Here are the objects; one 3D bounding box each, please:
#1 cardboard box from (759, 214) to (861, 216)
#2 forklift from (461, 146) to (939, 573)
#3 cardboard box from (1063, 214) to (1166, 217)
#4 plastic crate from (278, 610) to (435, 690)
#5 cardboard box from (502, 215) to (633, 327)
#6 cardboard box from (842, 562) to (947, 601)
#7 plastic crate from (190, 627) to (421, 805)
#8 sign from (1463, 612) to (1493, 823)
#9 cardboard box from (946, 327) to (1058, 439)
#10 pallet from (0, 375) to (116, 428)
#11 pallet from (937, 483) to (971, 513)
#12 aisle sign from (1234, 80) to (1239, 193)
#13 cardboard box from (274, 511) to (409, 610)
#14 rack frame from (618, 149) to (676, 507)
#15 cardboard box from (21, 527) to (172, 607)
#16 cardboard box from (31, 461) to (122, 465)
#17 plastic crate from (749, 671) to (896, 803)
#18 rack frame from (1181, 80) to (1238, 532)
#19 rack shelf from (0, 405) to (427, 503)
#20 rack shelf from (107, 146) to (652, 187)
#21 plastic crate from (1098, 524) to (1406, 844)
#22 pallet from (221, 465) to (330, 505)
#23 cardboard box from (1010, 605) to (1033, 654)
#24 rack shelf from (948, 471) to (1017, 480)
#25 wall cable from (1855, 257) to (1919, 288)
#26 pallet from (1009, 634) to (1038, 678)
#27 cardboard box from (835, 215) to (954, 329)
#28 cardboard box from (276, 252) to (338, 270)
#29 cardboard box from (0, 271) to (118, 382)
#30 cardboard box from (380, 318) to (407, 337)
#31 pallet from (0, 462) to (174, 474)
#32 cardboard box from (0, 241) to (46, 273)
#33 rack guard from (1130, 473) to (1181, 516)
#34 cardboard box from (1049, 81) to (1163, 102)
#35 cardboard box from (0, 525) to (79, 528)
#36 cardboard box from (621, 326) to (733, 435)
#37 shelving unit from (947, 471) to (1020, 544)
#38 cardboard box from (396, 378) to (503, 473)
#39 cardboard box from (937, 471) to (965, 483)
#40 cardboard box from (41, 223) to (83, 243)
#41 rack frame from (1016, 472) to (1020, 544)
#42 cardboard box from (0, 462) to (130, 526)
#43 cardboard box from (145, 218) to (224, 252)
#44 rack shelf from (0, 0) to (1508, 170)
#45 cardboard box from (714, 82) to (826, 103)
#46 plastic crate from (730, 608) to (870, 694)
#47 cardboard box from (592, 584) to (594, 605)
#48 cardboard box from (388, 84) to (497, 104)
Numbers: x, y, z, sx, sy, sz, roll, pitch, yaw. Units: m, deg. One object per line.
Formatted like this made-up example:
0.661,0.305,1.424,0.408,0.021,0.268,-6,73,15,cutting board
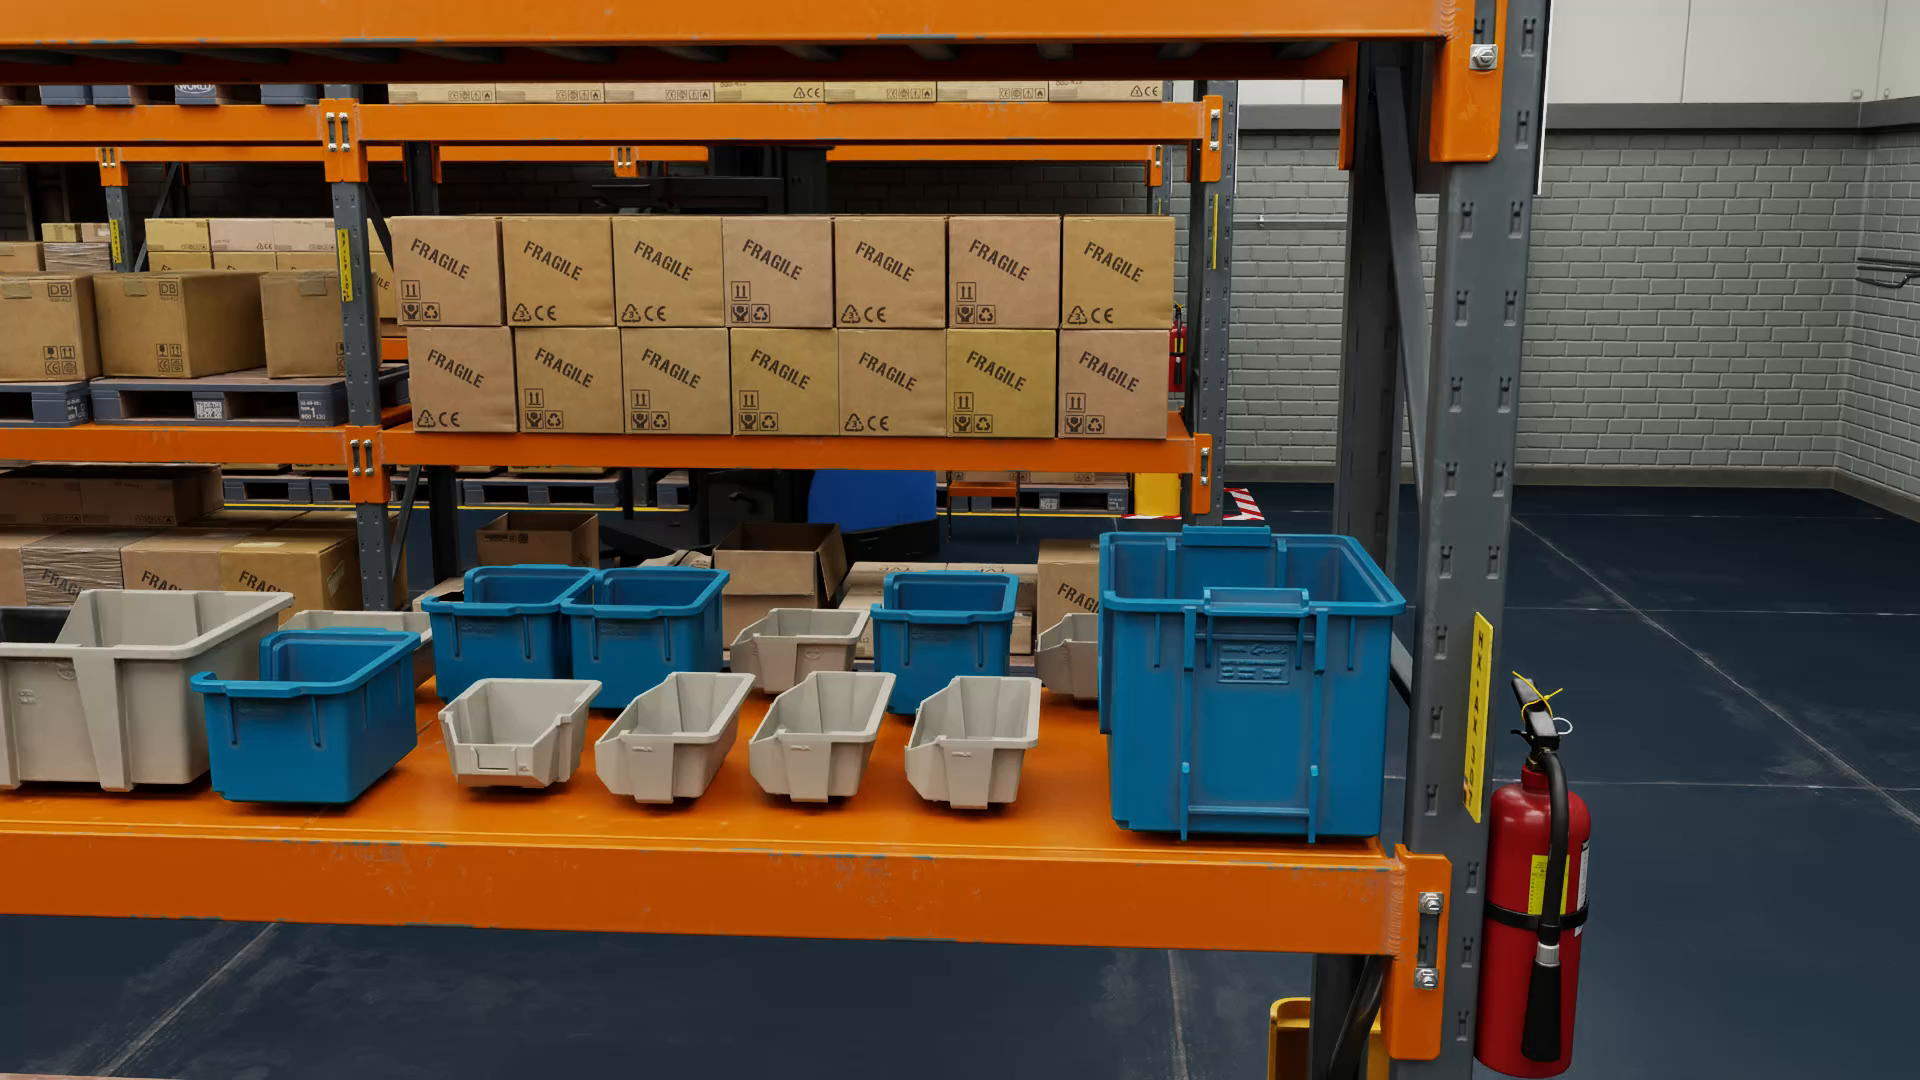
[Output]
-0.764,-1.377,8.341,0.500,0.500,0.500,1,12,3,cardboard box
-1.613,-1.171,10.207,3.031,2.935,1.130,-9,15,-37,forklift
0.764,-1.357,8.244,0.500,0.500,0.500,1,12,5,cardboard box
-1.380,0.260,3.695,0.466,0.136,0.293,1,12,4,plastic crate
-1.836,-1.281,7.880,0.500,0.500,0.500,0,12,2,cardboard box
-0.333,0.293,8.685,0.500,0.250,0.500,1,12,4,cardboard box
-1.212,0.330,3.128,0.300,0.233,0.416,1,12,4,plastic crate
0.833,0.286,2.678,0.005,0.325,0.100,1,12,4,sign
0.206,-0.765,7.854,0.500,0.500,0.500,1,12,4,cardboard box
-4.853,-0.749,8.490,1.213,0.211,1.003,1,12,4,pallet
-0.501,-0.418,13.252,1.213,0.211,1.003,1,12,4,pallet
1.236,-1.968,7.500,0.004,0.787,0.394,1,12,4,aisle sign
-3.269,0.138,8.812,0.500,0.500,0.500,0,12,1,cardboard box
-2.475,-1.826,13.170,0.127,3.000,1.000,1,12,4,rack frame
-4.307,0.231,8.369,0.500,0.500,0.500,1,12,4,cardboard box
-7.188,-0.871,13.639,0.500,0.500,0.700,1,12,5,cardboard box
-0.260,0.372,3.163,0.243,0.136,0.396,1,12,4,plastic crate
1.189,-0.759,8.070,0.127,3.000,1.000,1,12,4,rack frame
-4.798,-0.489,8.536,4.000,0.370,1.077,1,12,4,rack shelf
-4.471,-2.969,13.067,4.000,0.370,1.077,1,12,4,rack shelf
0.507,0.240,3.063,0.499,0.435,0.616,1,12,4,plastic crate
-5.684,-0.489,13.592,1.213,0.211,1.003,1,12,4,pallet
0.232,0.431,8.225,0.250,0.166,0.380,1,12,4,cardboard box
0.165,-0.519,11.648,0.480,0.148,0.258,1,12,4,rack shelf
7.135,-3.037,11.893,0.112,2.526,3.097,1,12,4,wall cable
0.317,0.594,8.412,1.213,0.211,1.003,1,12,4,pallet
-0.295,-1.260,7.780,0.500,0.500,0.500,1,12,5,cardboard box
-4.982,-2.010,13.030,0.500,0.500,0.500,1,12,4,cardboard box
-4.569,-1.080,8.334,0.500,0.500,0.700,-2,12,-11,cardboard box
-4.360,-1.692,13.094,0.250,0.149,0.380,1,12,6,cardboard box
-7.246,-0.527,13.770,1.213,0.211,1.003,1,12,4,pallet
-7.495,-2.151,13.407,0.500,0.500,0.700,0,12,-2,cardboard box
1.540,-0.547,13.163,0.348,0.500,1.175,1,12,4,rack guard
0.659,-2.107,7.555,0.500,0.250,0.500,1,12,4,cardboard box
-4.804,0.118,8.910,0.500,0.500,0.500,0,12,2,cardboard box
-1.302,-0.786,7.957,0.500,0.500,0.500,1,12,3,cardboard box
0.165,-0.585,11.634,0.503,1.200,0.258,1,12,4,shelving unit
-4.019,-0.973,13.318,0.750,0.750,0.750,1,12,5,cardboard box
-0.190,-0.756,13.134,0.500,0.500,0.700,0,12,2,cardboard box
-7.134,-2.462,13.310,0.250,0.149,0.380,-1,12,-6,cardboard box
0.409,-0.582,11.618,0.015,1.200,0.240,1,12,4,rack frame
-4.767,-0.249,8.833,0.500,0.250,0.500,1,12,3,cardboard box
-6.002,-2.393,13.029,0.500,0.250,0.500,1,12,5,cardboard box
-1.142,-0.891,3.130,4.000,0.370,1.077,1,12,4,rack shelf
-0.837,-2.130,7.666,0.500,0.250,0.500,1,12,4,cardboard box
-0.362,0.251,3.738,0.298,0.136,0.250,1,12,4,plastic crate
-1.837,0.309,8.853,0.250,0.149,0.380,1,12,4,cardboard box
-2.334,-2.151,7.767,0.500,0.250,0.500,1,12,4,cardboard box
